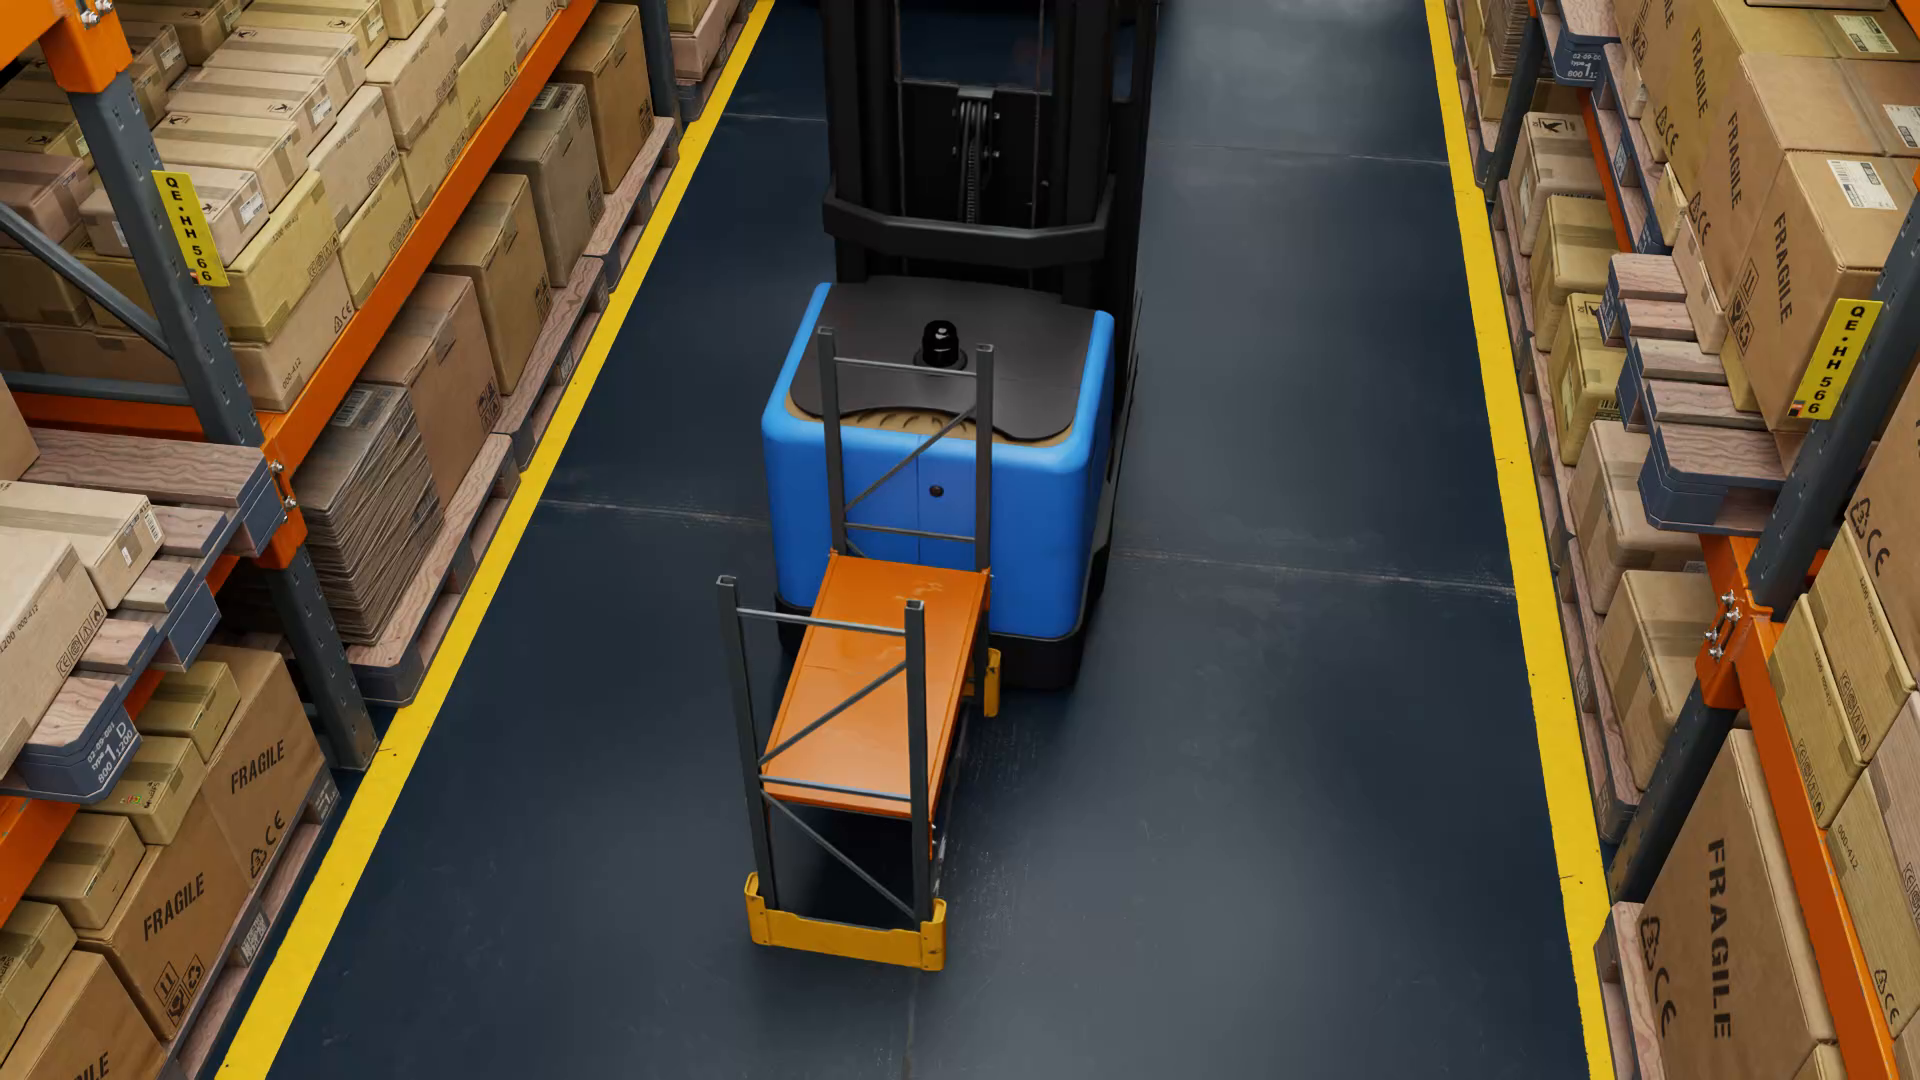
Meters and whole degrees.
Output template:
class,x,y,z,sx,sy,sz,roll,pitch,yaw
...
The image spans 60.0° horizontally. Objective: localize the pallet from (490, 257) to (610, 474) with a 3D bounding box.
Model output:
class,x,y,z,sx,sy,sz,roll,pitch,yaw
pallet,-2.120,-0.787,6.927,1.003,0.211,1.213,5,44,6

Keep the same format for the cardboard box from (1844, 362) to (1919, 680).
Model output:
class,x,y,z,sx,sy,sz,roll,pitch,yaw
cardboard box,2.182,-0.050,3.321,0.500,0.500,0.500,4,44,4

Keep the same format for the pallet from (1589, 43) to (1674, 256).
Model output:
class,x,y,z,sx,sy,sz,roll,pitch,yaw
pallet,2.710,-1.247,5.525,1.003,0.211,1.213,5,44,6

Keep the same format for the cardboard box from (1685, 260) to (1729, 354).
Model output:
class,x,y,z,sx,sy,sz,roll,pitch,yaw
cardboard box,2.252,-0.635,4.617,0.380,0.149,0.250,5,44,5

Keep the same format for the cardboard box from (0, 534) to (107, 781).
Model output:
class,x,y,z,sx,sy,sz,roll,pitch,yaw
cardboard box,-2.250,0.238,3.621,0.500,0.250,0.500,3,44,4

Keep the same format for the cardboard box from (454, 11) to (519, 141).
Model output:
class,x,y,z,sx,sy,sz,roll,pitch,yaw
cardboard box,-1.928,-1.686,5.958,0.500,0.250,0.500,7,44,7

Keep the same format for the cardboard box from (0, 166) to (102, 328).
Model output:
class,x,y,z,sx,sy,sz,roll,pitch,yaw
cardboard box,-2.648,-0.871,4.734,0.500,0.250,0.500,6,44,6

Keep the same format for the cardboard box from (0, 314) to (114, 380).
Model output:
class,x,y,z,sx,sy,sz,roll,pitch,yaw
cardboard box,-2.626,-0.688,4.904,0.500,0.250,0.500,4,44,5

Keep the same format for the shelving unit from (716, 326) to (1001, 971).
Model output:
class,x,y,z,sx,sy,sz,roll,pitch,yaw
shelving unit,-0.245,0.330,4.810,0.587,1.500,1.083,7,44,7

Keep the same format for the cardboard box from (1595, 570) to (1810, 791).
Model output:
class,x,y,z,sx,sy,sz,roll,pitch,yaw
cardboard box,2.574,0.453,5.195,0.950,0.372,0.625,3,43,3

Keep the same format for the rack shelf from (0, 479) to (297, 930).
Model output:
class,x,y,z,sx,sy,sz,roll,pitch,yaw
rack shelf,-2.696,1.211,3.312,1.077,0.370,4.000,5,44,6

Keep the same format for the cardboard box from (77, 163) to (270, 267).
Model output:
class,x,y,z,sx,sy,sz,roll,pitch,yaw
cardboard box,-2.097,-0.875,4.448,0.380,0.149,0.250,6,44,7

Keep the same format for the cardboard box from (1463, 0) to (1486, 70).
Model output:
class,x,y,z,sx,sy,sz,roll,pitch,yaw
cardboard box,2.890,-2.635,8.546,0.500,0.250,0.500,4,44,4

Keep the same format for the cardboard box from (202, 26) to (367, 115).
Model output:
class,x,y,z,sx,sy,sz,roll,pitch,yaw
cardboard box,-2.033,-1.414,5.017,0.380,0.149,0.250,6,44,6

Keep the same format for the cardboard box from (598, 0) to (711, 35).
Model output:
class,x,y,z,sx,sy,sz,roll,pitch,yaw
cardboard box,-1.533,-2.776,8.331,0.500,0.250,0.500,5,44,5

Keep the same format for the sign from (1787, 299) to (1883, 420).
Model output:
class,x,y,z,sx,sy,sz,roll,pitch,yaw
sign,1.950,-0.399,3.705,0.100,0.325,0.005,5,44,6

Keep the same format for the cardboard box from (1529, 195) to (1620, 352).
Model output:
class,x,y,z,sx,sy,sz,roll,pitch,yaw
cardboard box,2.859,-1.041,6.773,0.950,0.372,0.625,8,44,8

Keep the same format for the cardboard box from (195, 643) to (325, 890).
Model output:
class,x,y,z,sx,sy,sz,roll,pitch,yaw
cardboard box,-2.274,0.650,4.894,0.500,0.500,0.500,6,44,7

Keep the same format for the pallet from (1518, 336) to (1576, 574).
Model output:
class,x,y,z,sx,sy,sz,roll,pitch,yaw
pallet,2.758,-0.313,6.427,1.003,0.211,1.213,5,44,6

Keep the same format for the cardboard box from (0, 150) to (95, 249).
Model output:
class,x,y,z,sx,sy,sz,roll,pitch,yaw
cardboard box,-2.589,-0.925,4.500,0.380,0.149,0.250,7,44,7

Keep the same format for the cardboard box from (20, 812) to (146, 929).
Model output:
class,x,y,z,sx,sy,sz,roll,pitch,yaw
cardboard box,-2.330,0.831,4.232,0.380,0.149,0.250,4,44,4

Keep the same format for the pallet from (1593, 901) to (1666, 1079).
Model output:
class,x,y,z,sx,sy,sz,roll,pitch,yaw
pallet,2.310,1.579,4.429,1.003,0.211,1.213,5,44,6

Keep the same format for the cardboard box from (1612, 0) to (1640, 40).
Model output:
class,x,y,z,sx,sy,sz,roll,pitch,yaw
cardboard box,2.527,-2.016,5.603,0.500,0.500,0.500,5,44,5

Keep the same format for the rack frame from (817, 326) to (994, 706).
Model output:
class,x,y,z,sx,sy,sz,roll,pitch,yaw
rack frame,-0.154,-0.020,5.180,0.500,1.500,0.032,7,44,7

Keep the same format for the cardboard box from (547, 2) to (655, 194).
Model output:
class,x,y,z,sx,sy,sz,roll,pitch,yaw
cardboard box,-1.960,-2.072,7.679,0.875,0.625,0.625,7,44,7

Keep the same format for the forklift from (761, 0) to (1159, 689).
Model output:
class,x,y,z,sx,sy,sz,roll,pitch,yaw
forklift,0.134,-1.583,5.790,1.130,2.935,3.031,7,44,7

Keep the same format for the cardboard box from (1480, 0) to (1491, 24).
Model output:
class,x,y,z,sx,sy,sz,roll,pitch,yaw
cardboard box,2.896,-2.891,8.271,0.500,0.500,0.500,6,44,6

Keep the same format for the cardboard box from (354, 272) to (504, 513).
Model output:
class,x,y,z,sx,sy,sz,roll,pitch,yaw
cardboard box,-2.257,-0.573,6.095,0.875,0.625,0.625,7,44,7

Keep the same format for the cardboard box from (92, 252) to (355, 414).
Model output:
class,x,y,z,sx,sy,sz,roll,pitch,yaw
cardboard box,-2.131,-0.639,4.852,0.500,0.250,0.500,5,44,6

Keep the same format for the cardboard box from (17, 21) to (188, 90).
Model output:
class,x,y,z,sx,sy,sz,roll,pitch,yaw
cardboard box,-2.607,-1.458,5.063,0.380,0.149,0.250,4,44,5

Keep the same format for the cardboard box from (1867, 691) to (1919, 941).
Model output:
class,x,y,z,sx,sy,sz,roll,pitch,yaw
cardboard box,2.108,0.584,3.197,0.500,0.250,0.500,6,44,7

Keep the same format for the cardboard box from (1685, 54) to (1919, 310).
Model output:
class,x,y,z,sx,sy,sz,roll,pitch,yaw
cardboard box,2.331,-0.949,4.476,0.500,0.500,0.500,5,44,5

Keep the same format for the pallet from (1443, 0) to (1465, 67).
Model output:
class,x,y,z,sx,sy,sz,roll,pitch,yaw
pallet,3.231,-2.972,9.236,1.003,0.211,1.213,5,44,6

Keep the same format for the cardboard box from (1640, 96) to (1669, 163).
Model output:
class,x,y,z,sx,sy,sz,roll,pitch,yaw
cardboard box,2.426,-1.333,5.354,0.380,0.149,0.250,4,44,4

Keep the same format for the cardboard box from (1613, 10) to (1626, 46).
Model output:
class,x,y,z,sx,sy,sz,roll,pitch,yaw
cardboard box,2.553,-1.863,5.913,0.380,0.149,0.250,6,44,6

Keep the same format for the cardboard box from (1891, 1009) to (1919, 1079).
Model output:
class,x,y,z,sx,sy,sz,roll,pitch,yaw
cardboard box,2.050,1.110,3.006,0.500,0.250,0.500,7,44,7

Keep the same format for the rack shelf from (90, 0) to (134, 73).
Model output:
class,x,y,z,sx,sy,sz,roll,pitch,yaw
rack shelf,-2.167,-2.604,5.160,1.077,0.370,4.000,5,44,6

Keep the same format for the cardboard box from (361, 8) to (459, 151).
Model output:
class,x,y,z,sx,sy,sz,roll,pitch,yaw
cardboard box,-1.976,-1.516,5.415,0.500,0.250,0.500,4,44,4

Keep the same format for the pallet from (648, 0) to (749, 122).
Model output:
class,x,y,z,sx,sy,sz,roll,pitch,yaw
pallet,-1.756,-2.665,8.910,1.003,0.211,1.213,5,44,6

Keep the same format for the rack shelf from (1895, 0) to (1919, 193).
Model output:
class,x,y,z,sx,sy,sz,roll,pitch,yaw
rack shelf,2.754,-2.155,4.686,1.077,0.370,4.000,5,44,6

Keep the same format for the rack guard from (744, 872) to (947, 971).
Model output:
class,x,y,z,sx,sy,sz,roll,pitch,yaw
rack guard,-0.332,1.121,4.884,0.587,0.250,0.087,7,44,7

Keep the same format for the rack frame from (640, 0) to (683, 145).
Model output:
class,x,y,z,sx,sy,sz,roll,pitch,yaw
rack frame,-1.903,-3.139,7.383,1.000,3.000,0.127,5,44,6
